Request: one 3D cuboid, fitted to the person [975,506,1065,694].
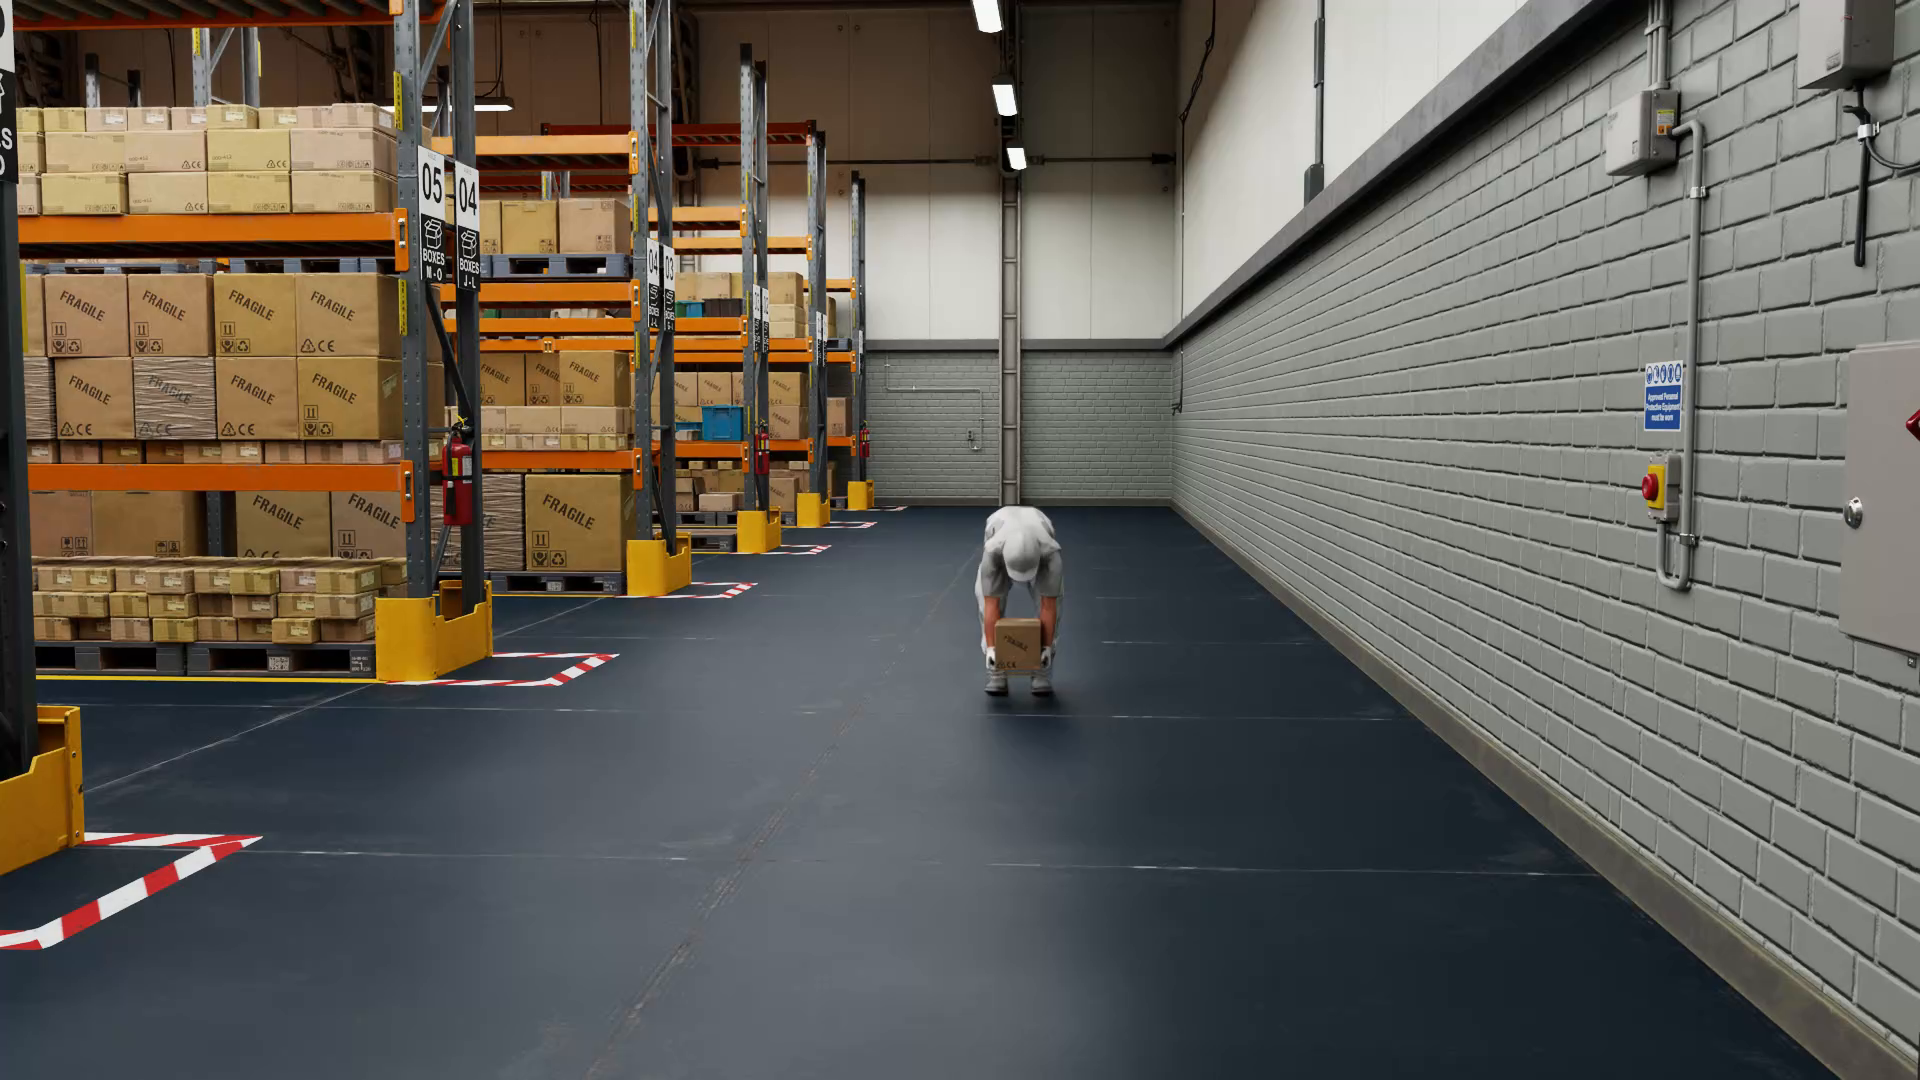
[{"bbox_3d":[0.341,0.358,9.376,0.514,1.072,0.964,0,4,1],"label":"person"}]
